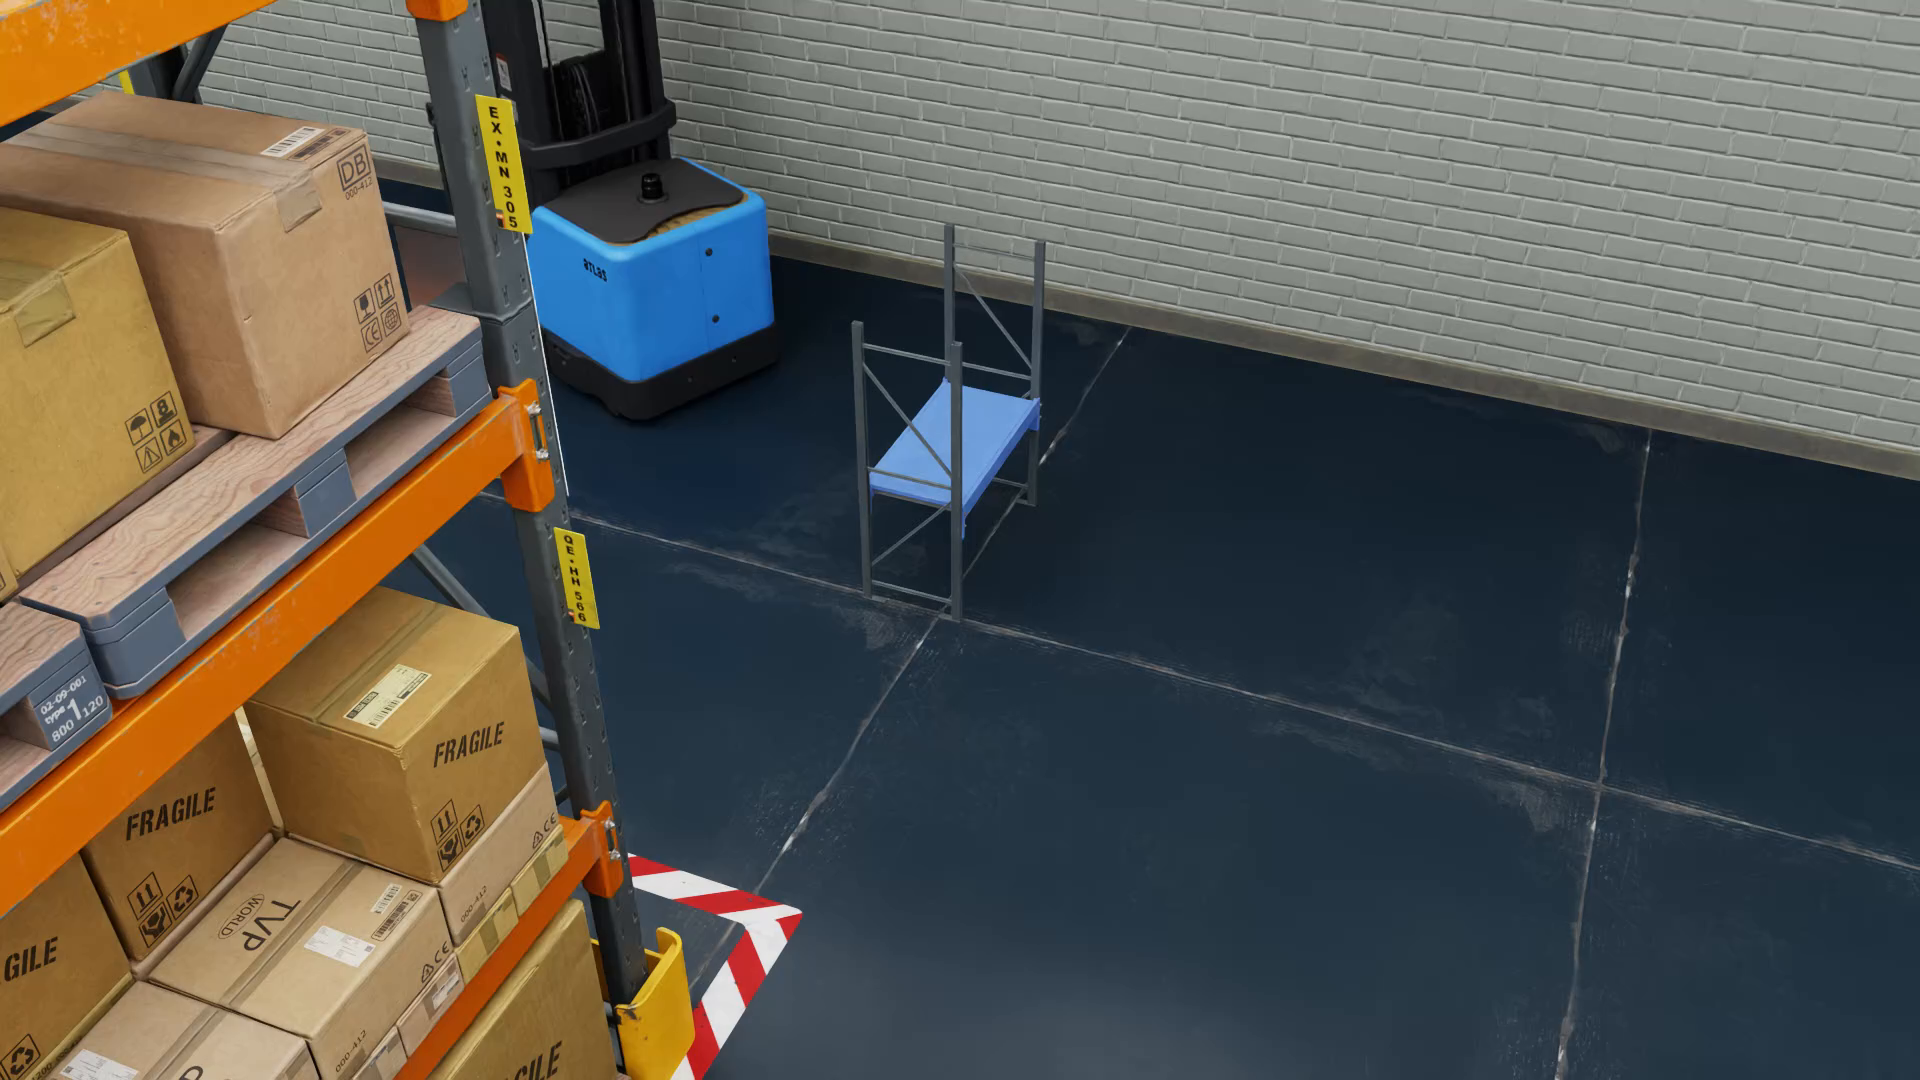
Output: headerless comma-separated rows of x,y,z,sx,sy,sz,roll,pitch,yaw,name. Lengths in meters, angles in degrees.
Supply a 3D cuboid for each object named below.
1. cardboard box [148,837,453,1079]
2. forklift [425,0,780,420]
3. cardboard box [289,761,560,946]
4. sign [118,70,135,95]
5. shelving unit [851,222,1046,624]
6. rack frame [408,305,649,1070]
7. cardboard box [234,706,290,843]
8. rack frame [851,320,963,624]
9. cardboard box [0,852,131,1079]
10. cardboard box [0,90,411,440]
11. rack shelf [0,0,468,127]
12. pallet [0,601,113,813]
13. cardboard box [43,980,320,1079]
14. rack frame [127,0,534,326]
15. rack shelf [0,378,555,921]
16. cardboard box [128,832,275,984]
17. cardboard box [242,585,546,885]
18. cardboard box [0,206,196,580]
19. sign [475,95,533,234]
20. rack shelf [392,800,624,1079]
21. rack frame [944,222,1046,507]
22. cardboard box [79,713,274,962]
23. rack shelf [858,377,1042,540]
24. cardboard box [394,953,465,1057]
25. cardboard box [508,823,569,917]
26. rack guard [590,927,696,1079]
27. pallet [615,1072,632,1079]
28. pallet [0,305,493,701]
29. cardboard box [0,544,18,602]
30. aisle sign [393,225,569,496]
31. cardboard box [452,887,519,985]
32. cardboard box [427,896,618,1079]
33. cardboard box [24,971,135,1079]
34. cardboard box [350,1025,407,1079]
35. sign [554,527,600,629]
-1.677,1.084,4.272,0.500,0.250,0.500,13,39,17,cardboard box
-2.426,-2.619,9.407,1.130,2.935,3.031,-30,46,-34,forklift
-1.484,0.804,4.648,0.500,0.250,0.500,13,39,17,cardboard box
-2.056,-1.179,4.122,0.100,0.325,0.005,14,39,18,sign
-0.032,-0.554,7.839,0.538,1.500,1.048,14,39,18,shelving unit
-1.545,0.534,5.132,1.000,3.000,0.127,14,39,18,rack frame
-1.977,0.679,4.814,0.500,0.250,0.500,13,39,17,cardboard box
-0.226,-0.272,7.463,0.500,1.500,0.032,14,39,18,rack frame
-2.359,0.944,3.834,0.500,0.500,0.500,13,39,17,cardboard box
-1.693,-0.616,3.647,0.700,0.500,0.500,12,38,15,cardboard box
-2.306,-0.313,2.189,1.077,0.370,4.000,14,39,18,rack shelf
-2.280,0.459,2.801,1.003,0.211,1.213,14,39,18,pallet
-1.870,1.366,3.895,0.500,0.250,0.500,13,39,16,cardboard box
-1.545,-1.869,3.336,1.000,3.000,0.127,14,39,18,rack frame
-2.306,0.728,2.968,1.077,0.370,4.000,14,39,18,rack shelf
-2.169,0.968,4.427,0.500,0.250,0.500,13,39,17,cardboard box
-1.487,0.504,4.422,0.500,0.500,0.500,14,39,18,cardboard box
-2.018,-0.332,3.267,0.700,0.500,0.500,12,39,16,cardboard box
-1.048,-0.859,3.817,0.100,0.325,0.005,14,39,18,sign
-2.306,1.929,3.866,1.077,0.370,4.000,14,39,18,rack shelf
0.161,-0.835,8.216,0.500,1.500,0.032,14,39,18,rack frame
-2.167,0.656,4.220,0.500,0.500,0.500,13,39,17,cardboard box
-0.032,-0.409,7.947,0.538,0.185,1.000,14,39,18,rack shelf
-1.570,1.190,4.463,0.380,0.149,0.250,14,39,18,cardboard box
-1.376,0.907,4.843,0.380,0.149,0.250,15,39,19,cardboard box
-1.535,1.522,5.898,1.175,0.500,0.348,14,39,18,rack guard
-1.776,2.111,5.351,1.003,0.211,1.213,14,39,18,pallet
-1.817,-0.219,3.708,1.003,0.211,1.213,14,39,18,pallet
-2.170,-0.034,2.869,0.700,0.500,0.500,11,38,15,cardboard box
-1.240,-0.479,4.315,0.394,0.787,0.004,14,39,18,aisle sign
-1.473,1.051,4.650,0.380,0.149,0.250,14,39,18,cardboard box
-1.714,1.589,5.144,0.875,0.875,0.875,14,39,18,cardboard box
-2.363,1.246,4.056,0.500,0.250,0.500,13,39,16,cardboard box
-1.666,1.328,4.279,0.380,0.149,0.250,15,39,19,cardboard box
-1.048,0.107,4.539,0.100,0.325,0.005,14,39,18,sign
